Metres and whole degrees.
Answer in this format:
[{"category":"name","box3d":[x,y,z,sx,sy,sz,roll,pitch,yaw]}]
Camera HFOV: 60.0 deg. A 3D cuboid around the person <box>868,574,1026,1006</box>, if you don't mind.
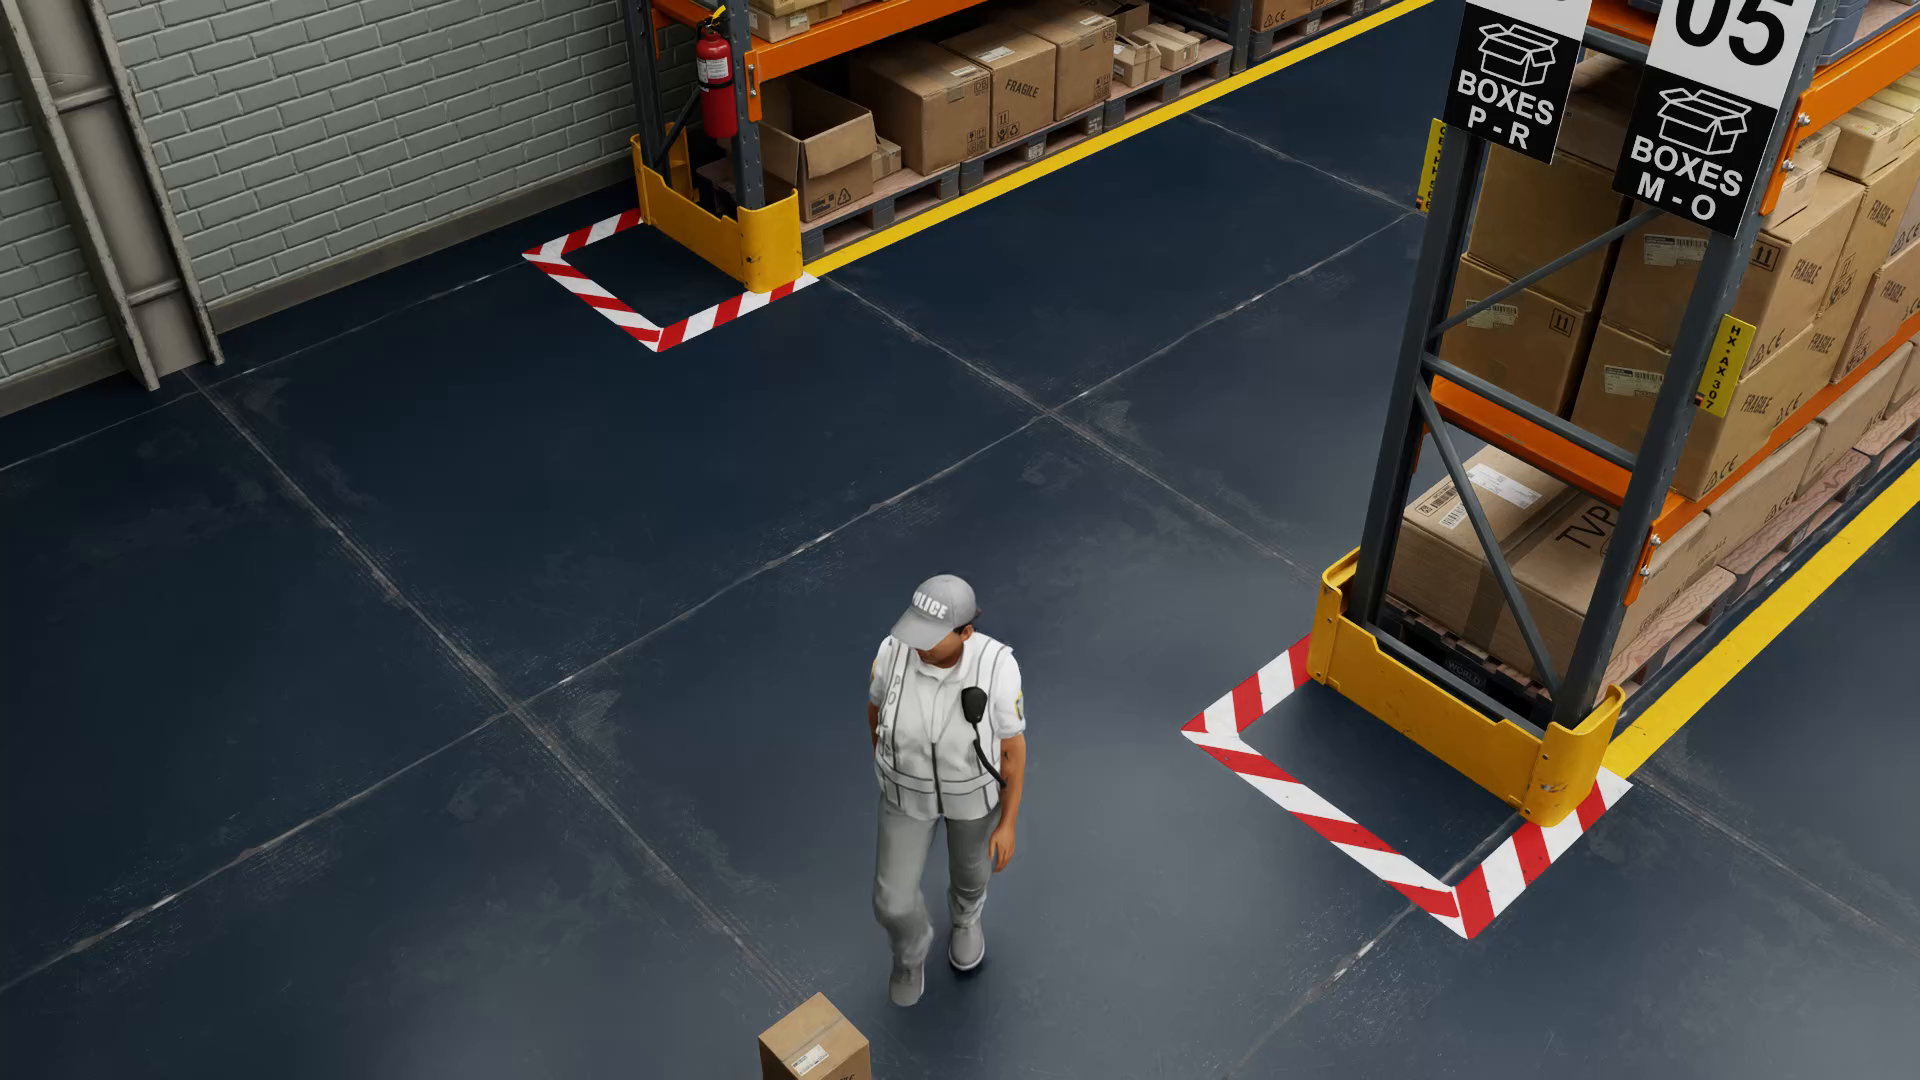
[{"category":"person","box3d":[-0.047,0.825,5.203,0.493,1.730,0.465,2,40,3]}]
